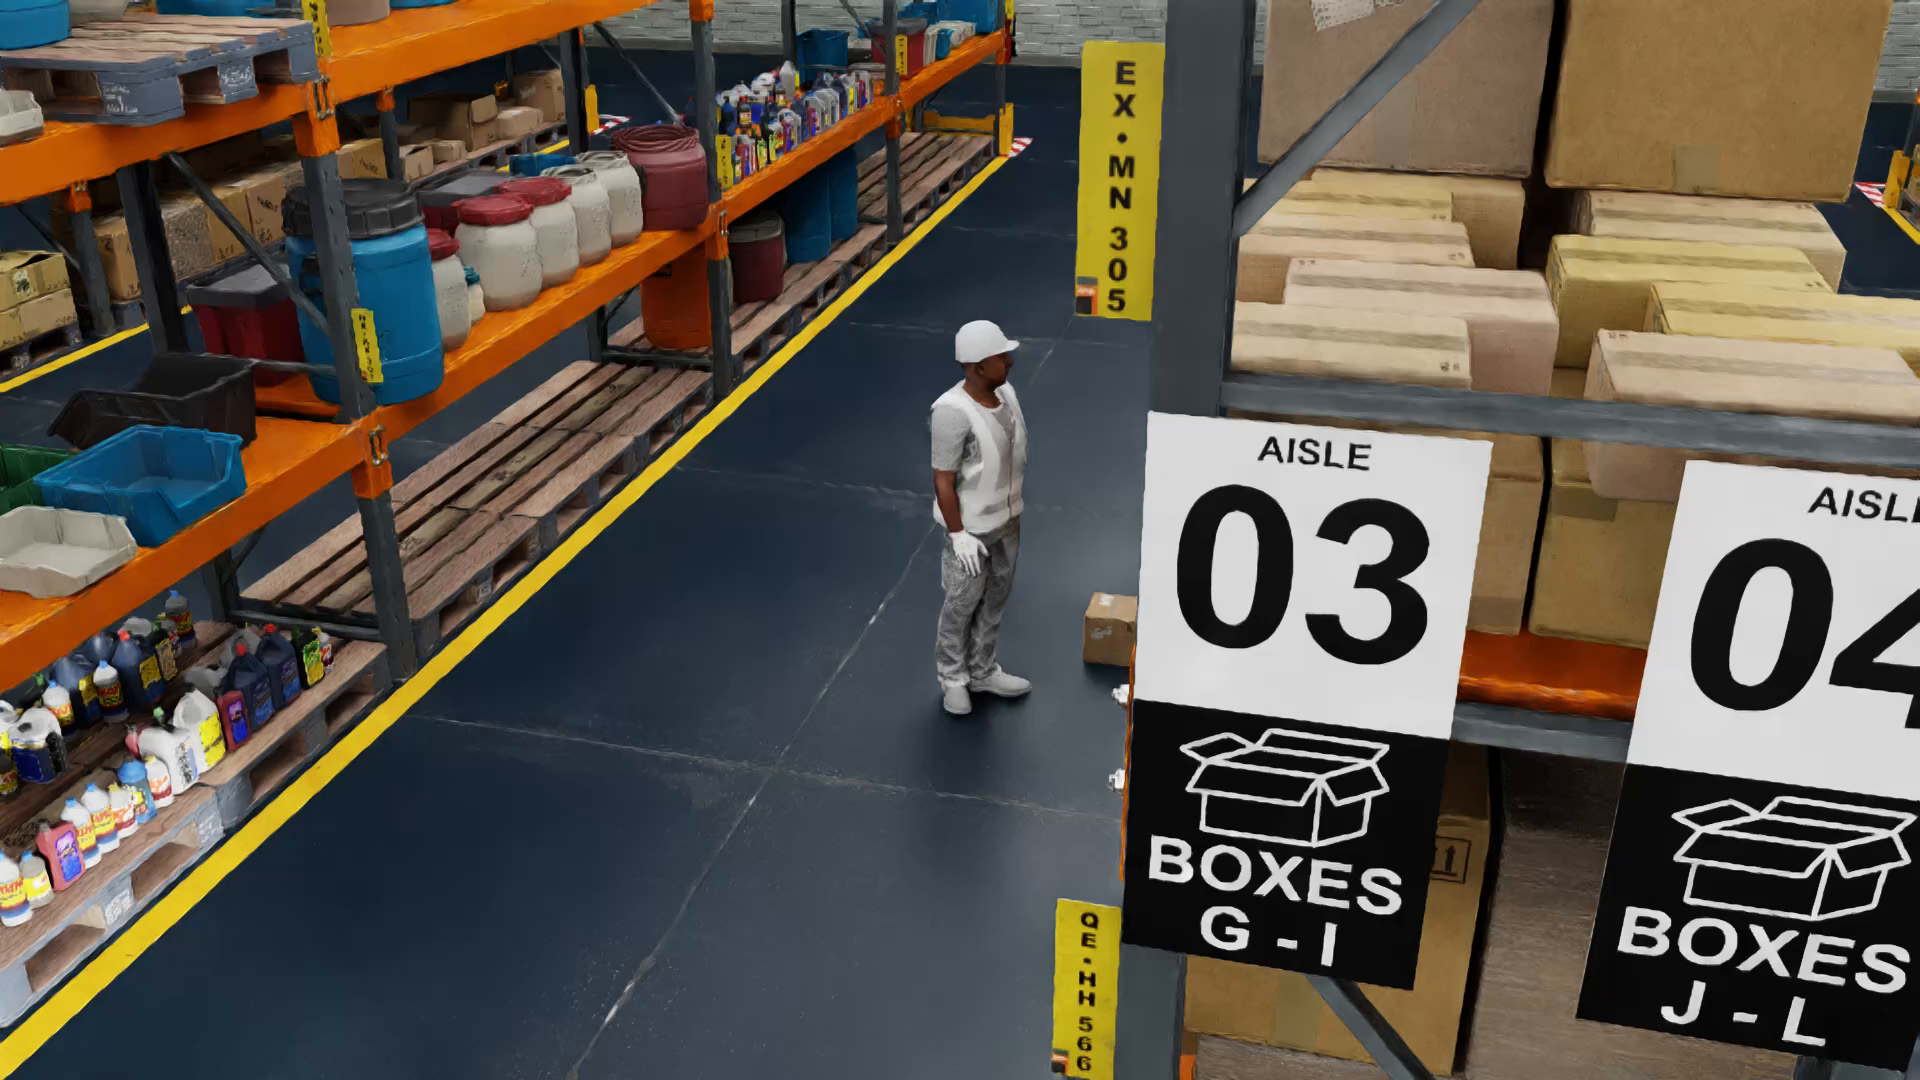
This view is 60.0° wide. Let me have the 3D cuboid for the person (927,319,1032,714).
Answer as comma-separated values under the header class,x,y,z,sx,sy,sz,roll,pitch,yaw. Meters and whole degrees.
class,x,y,z,sx,sy,sz,roll,pitch,yaw
person,0.087,-0.097,7.239,0.378,1.785,0.594,16,30,31
